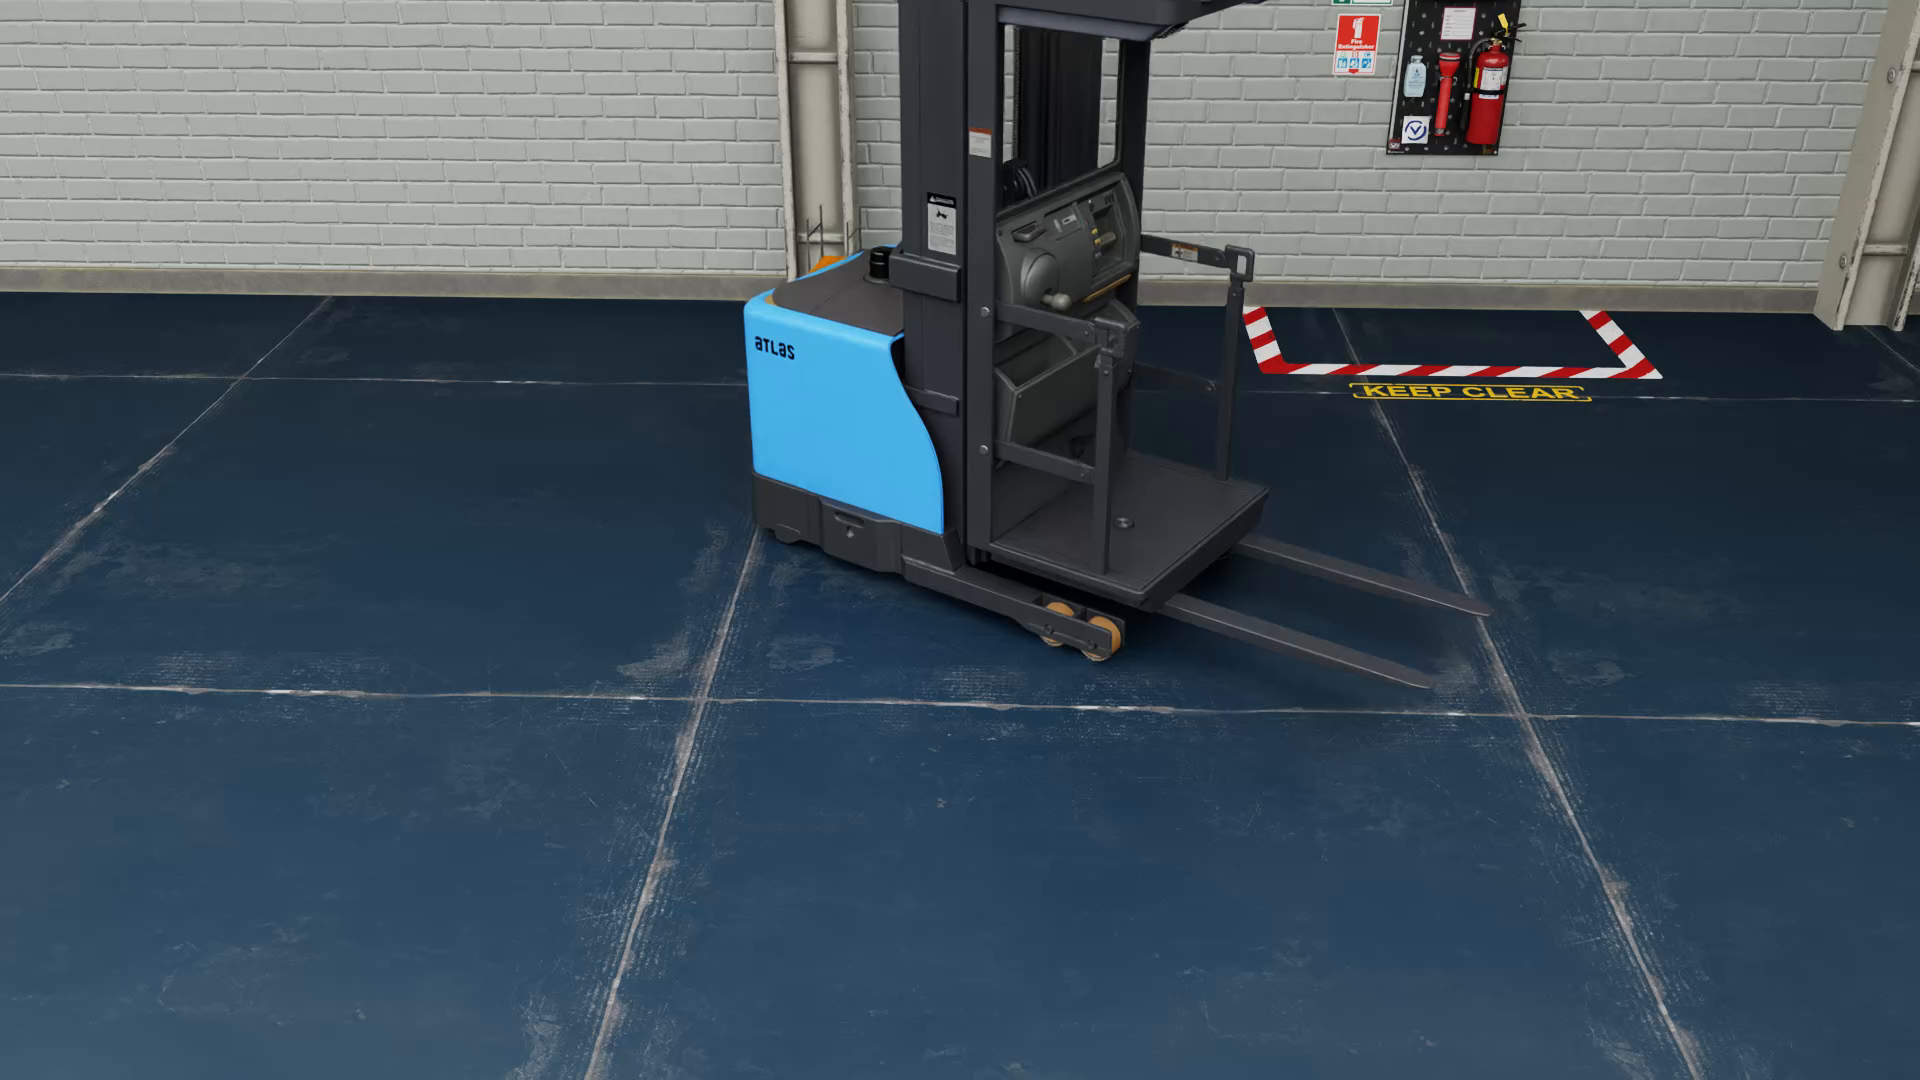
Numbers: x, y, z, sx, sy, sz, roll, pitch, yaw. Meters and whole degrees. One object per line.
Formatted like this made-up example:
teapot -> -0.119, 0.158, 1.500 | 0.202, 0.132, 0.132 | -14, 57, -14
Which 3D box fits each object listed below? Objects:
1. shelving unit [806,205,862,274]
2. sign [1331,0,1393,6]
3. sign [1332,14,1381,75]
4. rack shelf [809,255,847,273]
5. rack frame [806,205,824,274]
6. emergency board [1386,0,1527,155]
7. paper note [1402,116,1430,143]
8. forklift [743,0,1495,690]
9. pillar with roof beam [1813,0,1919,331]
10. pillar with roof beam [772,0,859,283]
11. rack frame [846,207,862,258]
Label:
shelving unit -> -0.567, -0.933, 7.728 | 0.189, 1.200, 0.258 | 6, 28, 10
sign -> 2.187, -2.958, 9.023 | 0.331, 0.109, 0.001 | 1, 28, 2
sign -> 2.183, -2.728, 9.155 | 0.234, 0.329, 0.001 | 1, 28, 2
rack shelf -> -0.566, -1.212, 7.581 | 0.180, 0.103, 0.258 | 6, 28, 10
rack frame -> -0.657, -0.942, 7.744 | 0.006, 1.200, 0.240 | 6, 28, 10
emergency board -> 2.732, -2.655, 9.055 | 0.643, 1.169, 0.194 | 1, 28, 2
paper note -> 2.557, -2.301, 9.328 | 0.142, 0.148, 0.016 | 1, 28, 2
forklift -> 0.591, -1.115, 6.223 | 3.031, 2.935, 1.130 | 18, 33, 31
pillar with roof beam -> 5.048, -3.232, 3.738 | 0.400, 9.000, 9.100 | 1, 28, 2
pillar with roof beam -> -0.948, -3.331, 3.925 | 0.400, 9.000, 9.100 | 1, 28, 2
rack frame -> -0.477, -0.924, 7.712 | 0.006, 1.200, 0.240 | 6, 28, 10
